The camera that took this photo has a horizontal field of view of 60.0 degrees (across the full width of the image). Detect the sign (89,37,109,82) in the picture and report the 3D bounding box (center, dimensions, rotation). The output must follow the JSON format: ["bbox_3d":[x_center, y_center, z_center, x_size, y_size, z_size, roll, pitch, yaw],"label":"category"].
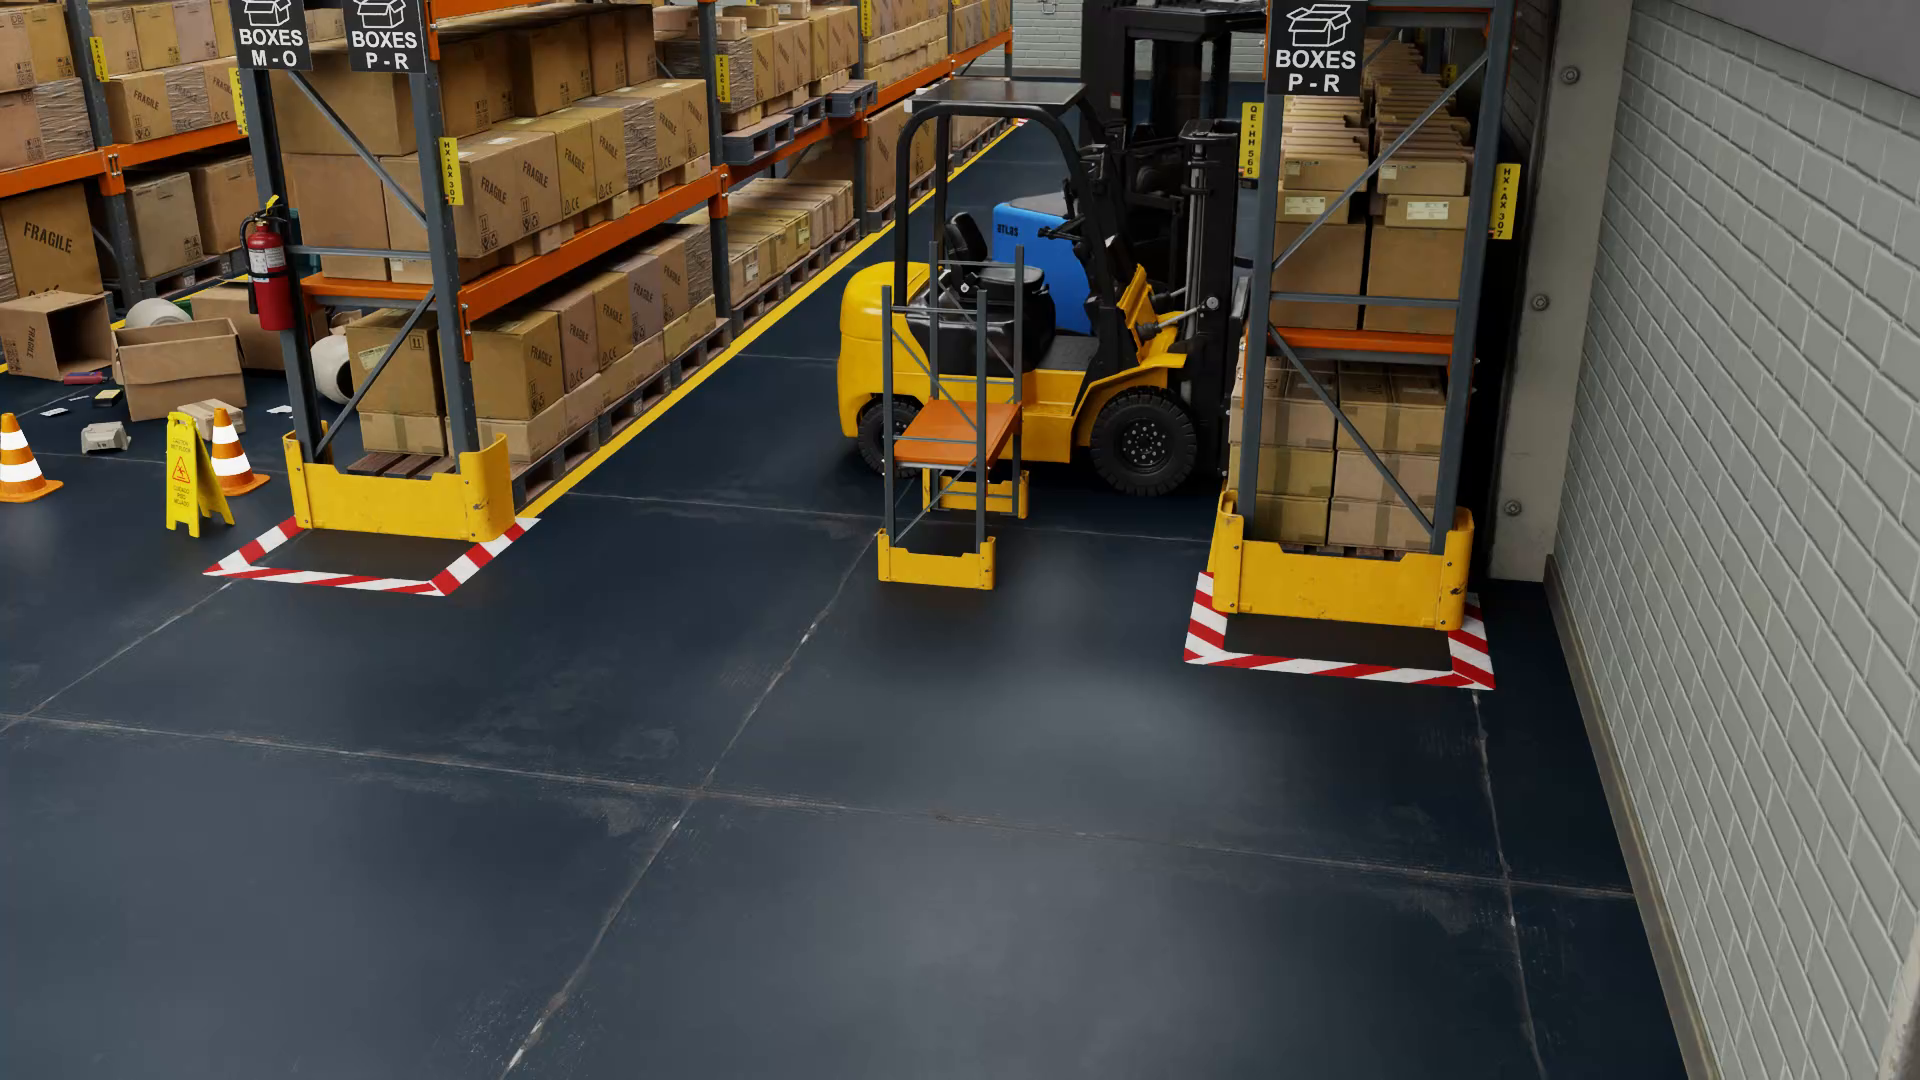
[{"bbox_3d":[-6.545,-3.653,12.645,0.100,0.325,0.005,4,22,11],"label":"sign"}]

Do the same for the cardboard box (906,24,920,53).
[{"bbox_3d":[-0.724,-5.263,17.438,0.500,0.250,0.500,5,22,12],"label":"cardboard box"}]

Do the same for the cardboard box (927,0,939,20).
[{"bbox_3d":[-0.533,-5.980,18.214,0.500,0.500,0.500,5,22,12],"label":"cardboard box"}]

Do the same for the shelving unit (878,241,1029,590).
[{"bbox_3d":[-0.016,-0.668,8.504,0.587,1.500,1.083,4,22,11],"label":"shelving unit"}]

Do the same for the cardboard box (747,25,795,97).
[{"bbox_3d":[-1.630,-3.808,13.200,0.500,0.500,0.500,4,22,11],"label":"cardboard box"}]

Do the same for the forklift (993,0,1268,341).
[{"bbox_3d":[1.585,-2.501,11.141,1.130,2.935,3.031,-19,29,-39],"label":"forklift"}]

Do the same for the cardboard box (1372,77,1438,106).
[{"bbox_3d":[2.777,-2.796,10.381,0.380,0.149,0.250,4,22,9],"label":"cardboard box"}]

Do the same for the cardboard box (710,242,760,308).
[{"bbox_3d":[-2.118,-2.084,12.969,0.950,0.372,0.625,5,22,12],"label":"cardboard box"}]

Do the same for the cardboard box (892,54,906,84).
[{"bbox_3d":[-0.860,-4.850,17.082,0.500,0.250,0.500,5,23,13],"label":"cardboard box"}]

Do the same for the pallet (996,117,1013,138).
[{"bbox_3d":[0.140,-5.713,22.757,1.003,0.211,1.213,4,22,11],"label":"pallet"}]

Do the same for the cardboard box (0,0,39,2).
[{"bbox_3d":[-10.807,-6.151,18.634,0.797,0.503,0.637,5,22,12],"label":"cardboard box"}]

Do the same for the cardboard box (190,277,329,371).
[{"bbox_3d":[-4.976,-1.537,11.813,0.797,0.637,0.503,4,22,11],"label":"cardboard box"}]

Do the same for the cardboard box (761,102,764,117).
[{"bbox_3d":[-1.758,-3.373,12.987,0.380,0.149,0.250,6,23,14],"label":"cardboard box"}]

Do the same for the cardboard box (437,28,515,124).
[{"bbox_3d":[-3.034,-2.684,9.632,0.700,0.500,0.500,4,22,10],"label":"cardboard box"}]

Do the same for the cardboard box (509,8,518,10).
[{"bbox_3d":[-5.397,-6.142,19.464,0.380,0.149,0.250,5,22,11],"label":"cardboard box"}]

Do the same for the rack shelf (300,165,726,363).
[{"bbox_3d":[-2.630,-1.851,10.398,1.077,0.370,4.000,4,22,11],"label":"rack shelf"}]

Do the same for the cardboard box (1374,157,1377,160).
[{"bbox_3d":[2.510,-2.186,9.264,0.380,0.149,0.250,4,22,9],"label":"cardboard box"}]

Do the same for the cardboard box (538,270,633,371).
[{"bbox_3d":[-2.386,-1.378,10.374,0.500,0.500,0.500,5,22,12],"label":"cardboard box"}]

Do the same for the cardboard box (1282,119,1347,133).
[{"bbox_3d":[1.803,-2.088,8.623,0.380,0.149,0.250,5,22,12],"label":"cardboard box"}]

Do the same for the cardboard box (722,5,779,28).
[{"bbox_3d":[-1.659,-4.147,13.172,0.380,0.149,0.250,6,23,14],"label":"cardboard box"}]

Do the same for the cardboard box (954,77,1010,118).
[{"bbox_3d":[0.190,-6.062,22.759,0.875,0.438,0.875,4,22,9],"label":"cardboard box"}]

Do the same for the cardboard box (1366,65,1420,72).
[{"bbox_3d":[3.231,-3.461,12.430,0.380,0.149,0.250,4,22,11],"label":"cardboard box"}]

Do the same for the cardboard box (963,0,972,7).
[{"bbox_3d":[-0.146,-6.692,19.983,0.500,0.500,0.500,4,22,10],"label":"cardboard box"}]

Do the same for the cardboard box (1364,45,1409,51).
[{"bbox_3d":[3.529,-4.021,13.820,0.380,0.149,0.250,4,22,11],"label":"cardboard box"}]

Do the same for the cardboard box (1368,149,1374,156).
[{"bbox_3d":[2.611,-2.032,9.750,0.500,0.500,0.500,4,22,9],"label":"cardboard box"}]

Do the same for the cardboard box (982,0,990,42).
[{"bbox_3d":[0.082,-6.594,21.077,0.500,0.500,0.500,5,22,13],"label":"cardboard box"}]

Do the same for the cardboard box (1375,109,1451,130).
[{"bbox_3d":[2.443,-2.232,8.980,0.380,0.149,0.250,5,22,11],"label":"cardboard box"}]

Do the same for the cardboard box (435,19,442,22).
[{"bbox_3d":[-5.774,-5.612,17.751,0.380,0.149,0.250,6,23,13],"label":"cardboard box"}]

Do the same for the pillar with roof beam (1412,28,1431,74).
[{"bbox_3d":[1.080,-8.762,18.564,9.100,9.000,0.400,4,22,11],"label":"pillar with roof beam"}]

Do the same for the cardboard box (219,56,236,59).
[{"bbox_3d":[-6.407,-4.028,14.706,0.500,0.500,0.500,5,22,12],"label":"cardboard box"}]

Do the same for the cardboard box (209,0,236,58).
[{"bbox_3d":[-6.682,-4.507,14.556,0.700,0.500,0.500,4,22,10],"label":"cardboard box"}]

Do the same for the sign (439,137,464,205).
[{"bbox_3d":[-2.507,-1.814,8.183,0.100,0.325,0.005,4,22,11],"label":"sign"}]

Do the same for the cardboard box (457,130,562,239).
[{"bbox_3d":[-2.568,-1.980,9.222,0.500,0.500,0.500,5,23,13],"label":"cardboard box"}]

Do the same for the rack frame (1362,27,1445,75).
[{"bbox_3d":[2.638,-2.539,11.144,1.000,3.000,0.127,4,22,11],"label":"rack frame"}]

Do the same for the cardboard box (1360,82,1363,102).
[{"bbox_3d":[2.274,-2.734,10.227,0.380,0.149,0.250,4,22,10],"label":"cardboard box"}]

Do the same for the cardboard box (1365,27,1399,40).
[{"bbox_3d":[3.712,-4.420,15.117,0.500,0.500,0.500,6,23,13],"label":"cardboard box"}]

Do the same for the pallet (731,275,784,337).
[{"bbox_3d":[-2.065,-1.908,13.308,1.003,0.211,1.213,4,22,11],"label":"pallet"}]

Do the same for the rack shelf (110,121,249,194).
[{"bbox_3d":[-6.681,-3.655,14.876,1.077,0.370,4.000,4,22,11],"label":"rack shelf"}]

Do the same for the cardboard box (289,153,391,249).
[{"bbox_3d":[-3.197,-1.857,8.918,0.500,0.500,0.500,4,22,10],"label":"cardboard box"}]

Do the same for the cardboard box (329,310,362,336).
[{"bbox_3d":[-4.489,-1.514,12.257,0.258,0.266,0.396,-11,25,-26],"label":"cardboard box"}]

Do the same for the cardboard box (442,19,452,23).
[{"bbox_3d":[-5.716,-5.568,18.041,0.380,0.149,0.250,4,22,10],"label":"cardboard box"}]

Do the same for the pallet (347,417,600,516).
[{"bbox_3d":[-2.822,-0.482,9.768,1.003,0.211,1.213,4,22,11],"label":"pallet"}]

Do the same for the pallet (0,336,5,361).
[{"bbox_3d":[-7.567,-1.244,11.659,1.003,0.211,1.213,4,22,11],"label":"pallet"}]

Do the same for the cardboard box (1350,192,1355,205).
[{"bbox_3d":[1.754,-1.758,8.201,0.380,0.149,0.250,5,22,12],"label":"cardboard box"}]

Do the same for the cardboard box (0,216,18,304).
[{"bbox_3d":[-7.466,-1.911,11.866,0.875,0.875,0.875,5,22,11],"label":"cardboard box"}]

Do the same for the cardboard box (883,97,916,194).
[{"bbox_3d":[-0.998,-4.161,17.451,0.875,0.875,0.875,5,22,12],"label":"cardboard box"}]

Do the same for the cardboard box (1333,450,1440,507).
[{"bbox_3d":[2.121,-0.384,8.241,0.500,0.250,0.500,5,22,12],"label":"cardboard box"}]

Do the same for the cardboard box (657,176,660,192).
[{"bbox_3d":[-2.228,-2.388,11.104,0.380,0.149,0.250,4,22,10],"label":"cardboard box"}]

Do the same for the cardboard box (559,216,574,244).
[{"bbox_3d":[-2.479,-1.816,9.684,0.380,0.149,0.250,5,22,12],"label":"cardboard box"}]

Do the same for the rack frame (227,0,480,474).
[{"bbox_3d":[-3.038,-1.454,8.447,1.000,3.000,0.127,4,22,11],"label":"rack frame"}]

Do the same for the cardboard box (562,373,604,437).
[{"bbox_3d":[-2.491,-0.833,10.025,0.500,0.250,0.500,5,23,13],"label":"cardboard box"}]

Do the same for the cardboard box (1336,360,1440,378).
[{"bbox_3d":[2.203,-0.804,8.615,0.500,0.250,0.500,4,22,11],"label":"cardboard box"}]

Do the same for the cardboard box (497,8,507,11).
[{"bbox_3d":[-5.456,-6.182,19.167,0.380,0.149,0.250,4,22,9],"label":"cardboard box"}]

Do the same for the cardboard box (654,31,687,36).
[{"bbox_3d":[-2.253,-3.663,12.840,0.500,0.500,0.500,5,22,11],"label":"cardboard box"}]

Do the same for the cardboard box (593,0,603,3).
[{"bbox_3d":[-4.876,-6.892,21.419,0.500,0.500,0.500,4,22,10],"label":"cardboard box"}]

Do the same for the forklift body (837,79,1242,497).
[{"bbox_3d":[0.423,-1.515,9.737,2.313,2.155,1.214,4,22,11],"label":"forklift body"}]

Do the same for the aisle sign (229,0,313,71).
[{"bbox_3d":[-3.335,-2.659,7.960,0.394,0.787,0.004,4,22,11],"label":"aisle sign"}]

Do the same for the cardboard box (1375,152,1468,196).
[{"bbox_3d":[2.099,-1.668,7.580,0.380,0.149,0.250,4,22,10],"label":"cardboard box"}]

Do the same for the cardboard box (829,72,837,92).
[{"bbox_3d":[-1.293,-4.029,14.617,0.380,0.149,0.250,3,22,8],"label":"cardboard box"}]
